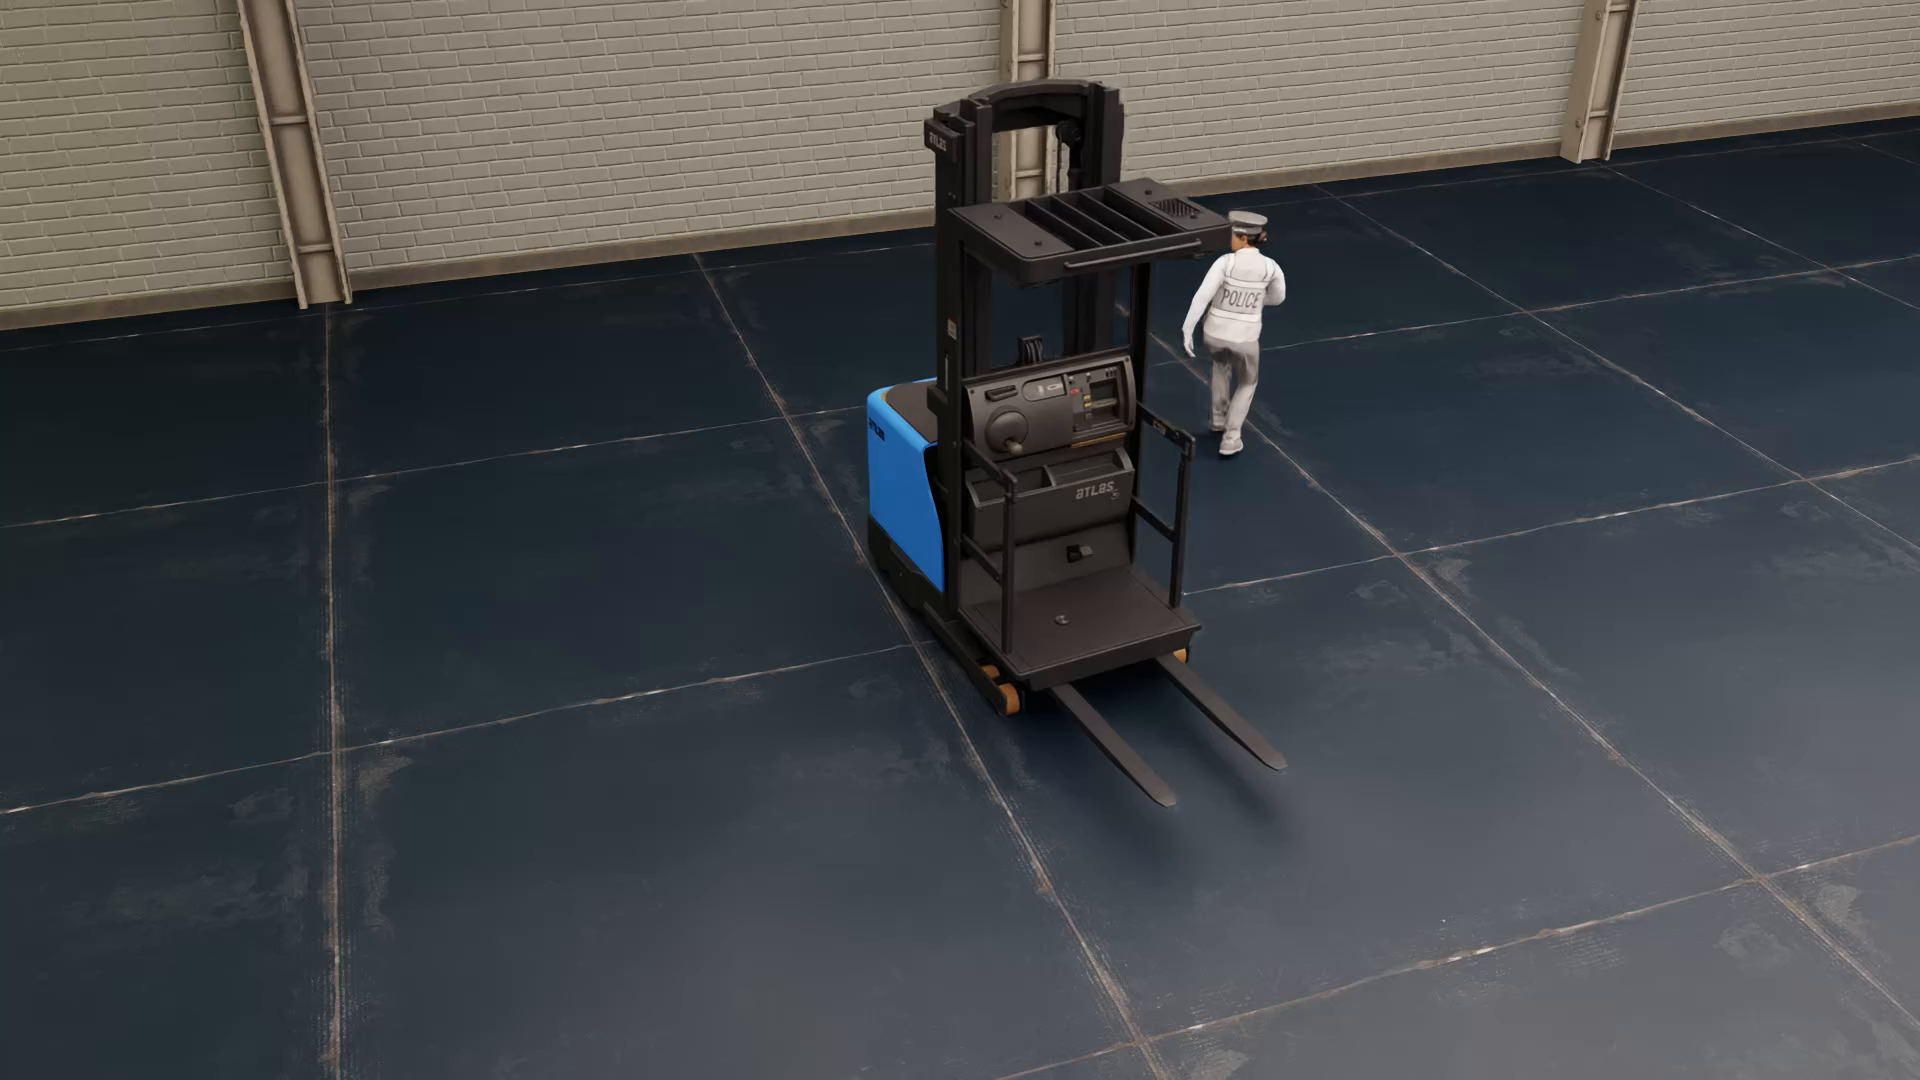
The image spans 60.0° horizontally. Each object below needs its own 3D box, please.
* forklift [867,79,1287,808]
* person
[{"bbox_3d":[0.561,-0.625,8.174,1.130,2.935,3.031,-14,33,-22],"label":"forklift"},{"bbox_3d":[1.764,-1.294,10.739,0.577,1.656,0.734,9,31,15],"label":"person"}]
